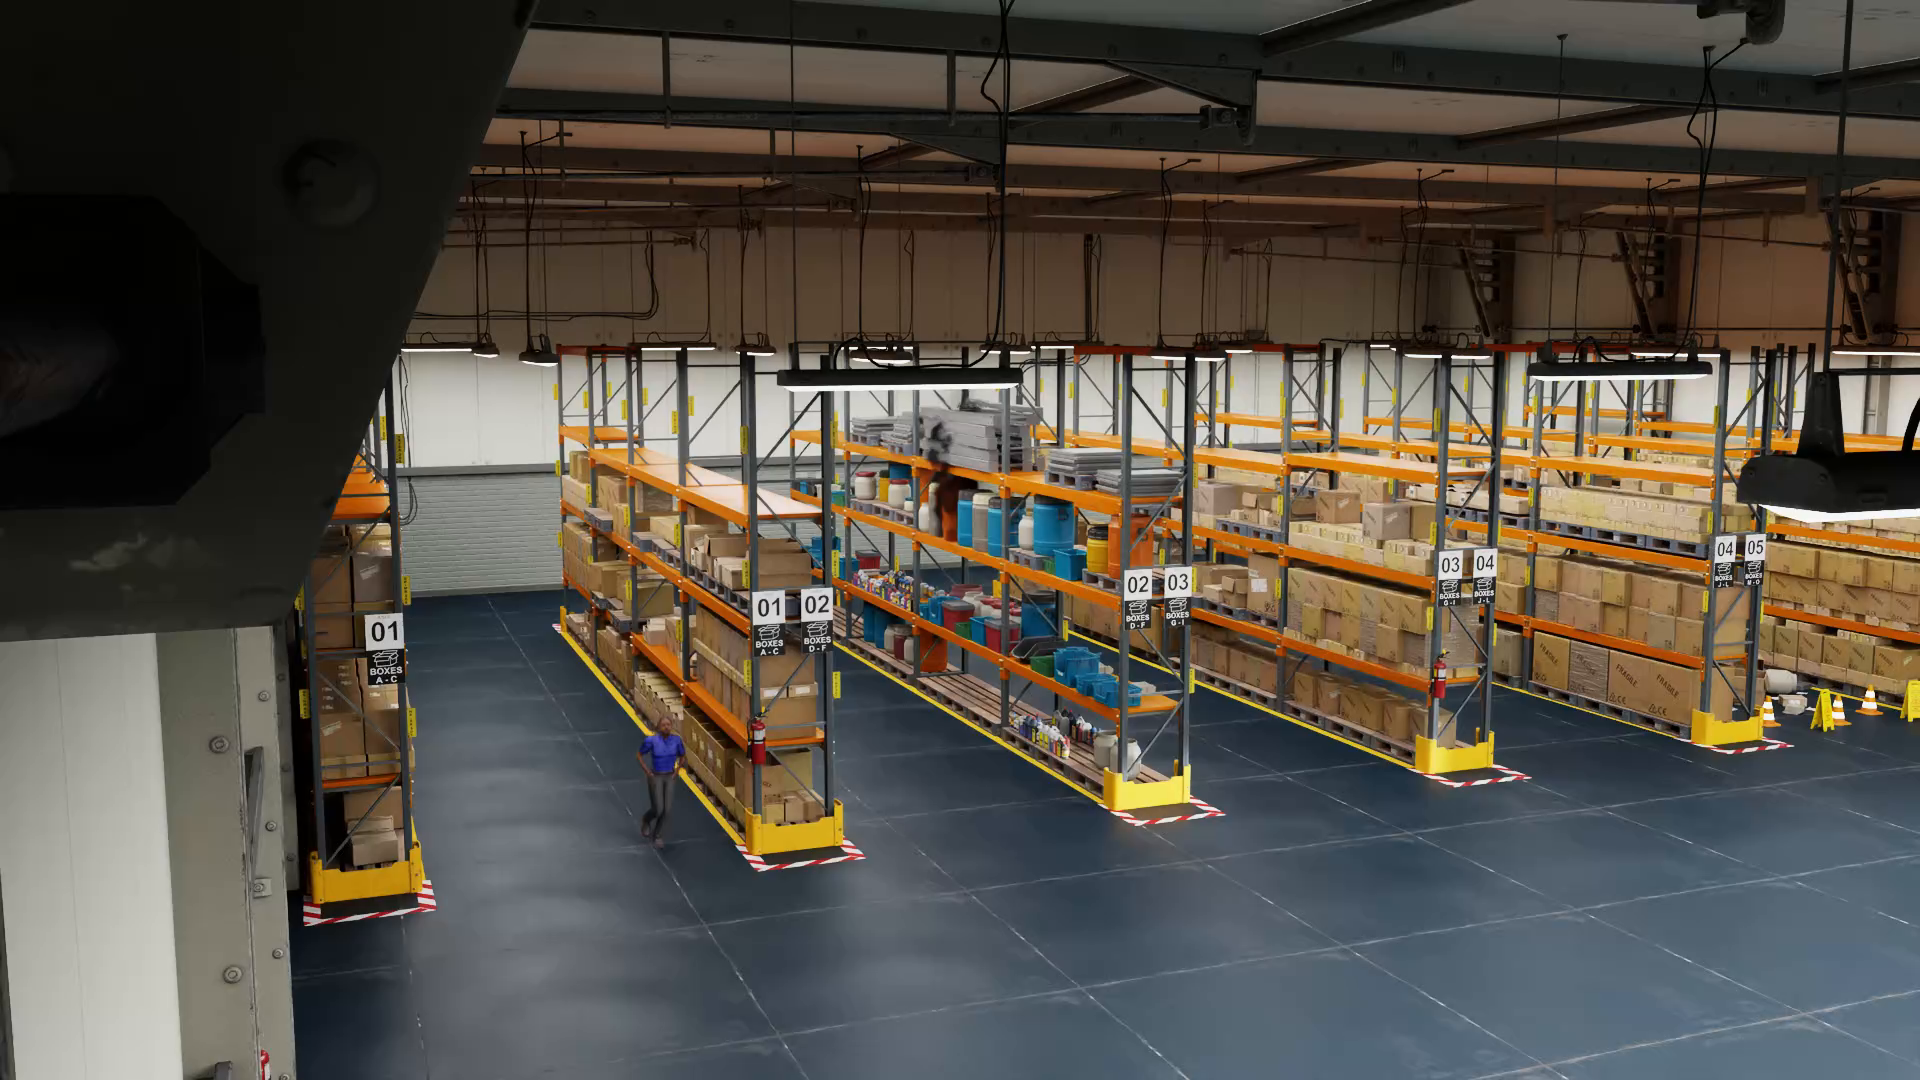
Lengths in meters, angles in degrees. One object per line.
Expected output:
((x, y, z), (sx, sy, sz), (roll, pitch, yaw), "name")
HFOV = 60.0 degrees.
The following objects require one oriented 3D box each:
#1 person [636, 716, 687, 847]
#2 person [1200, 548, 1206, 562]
((-3.642, 2.966, 20.437), (0.597, 1.625, 0.574), (-4, 8, -26), "person")
((6.208, 0.188, 41.726), (0.998, 1.671, 0.672), (-3, 8, -20), "person")
